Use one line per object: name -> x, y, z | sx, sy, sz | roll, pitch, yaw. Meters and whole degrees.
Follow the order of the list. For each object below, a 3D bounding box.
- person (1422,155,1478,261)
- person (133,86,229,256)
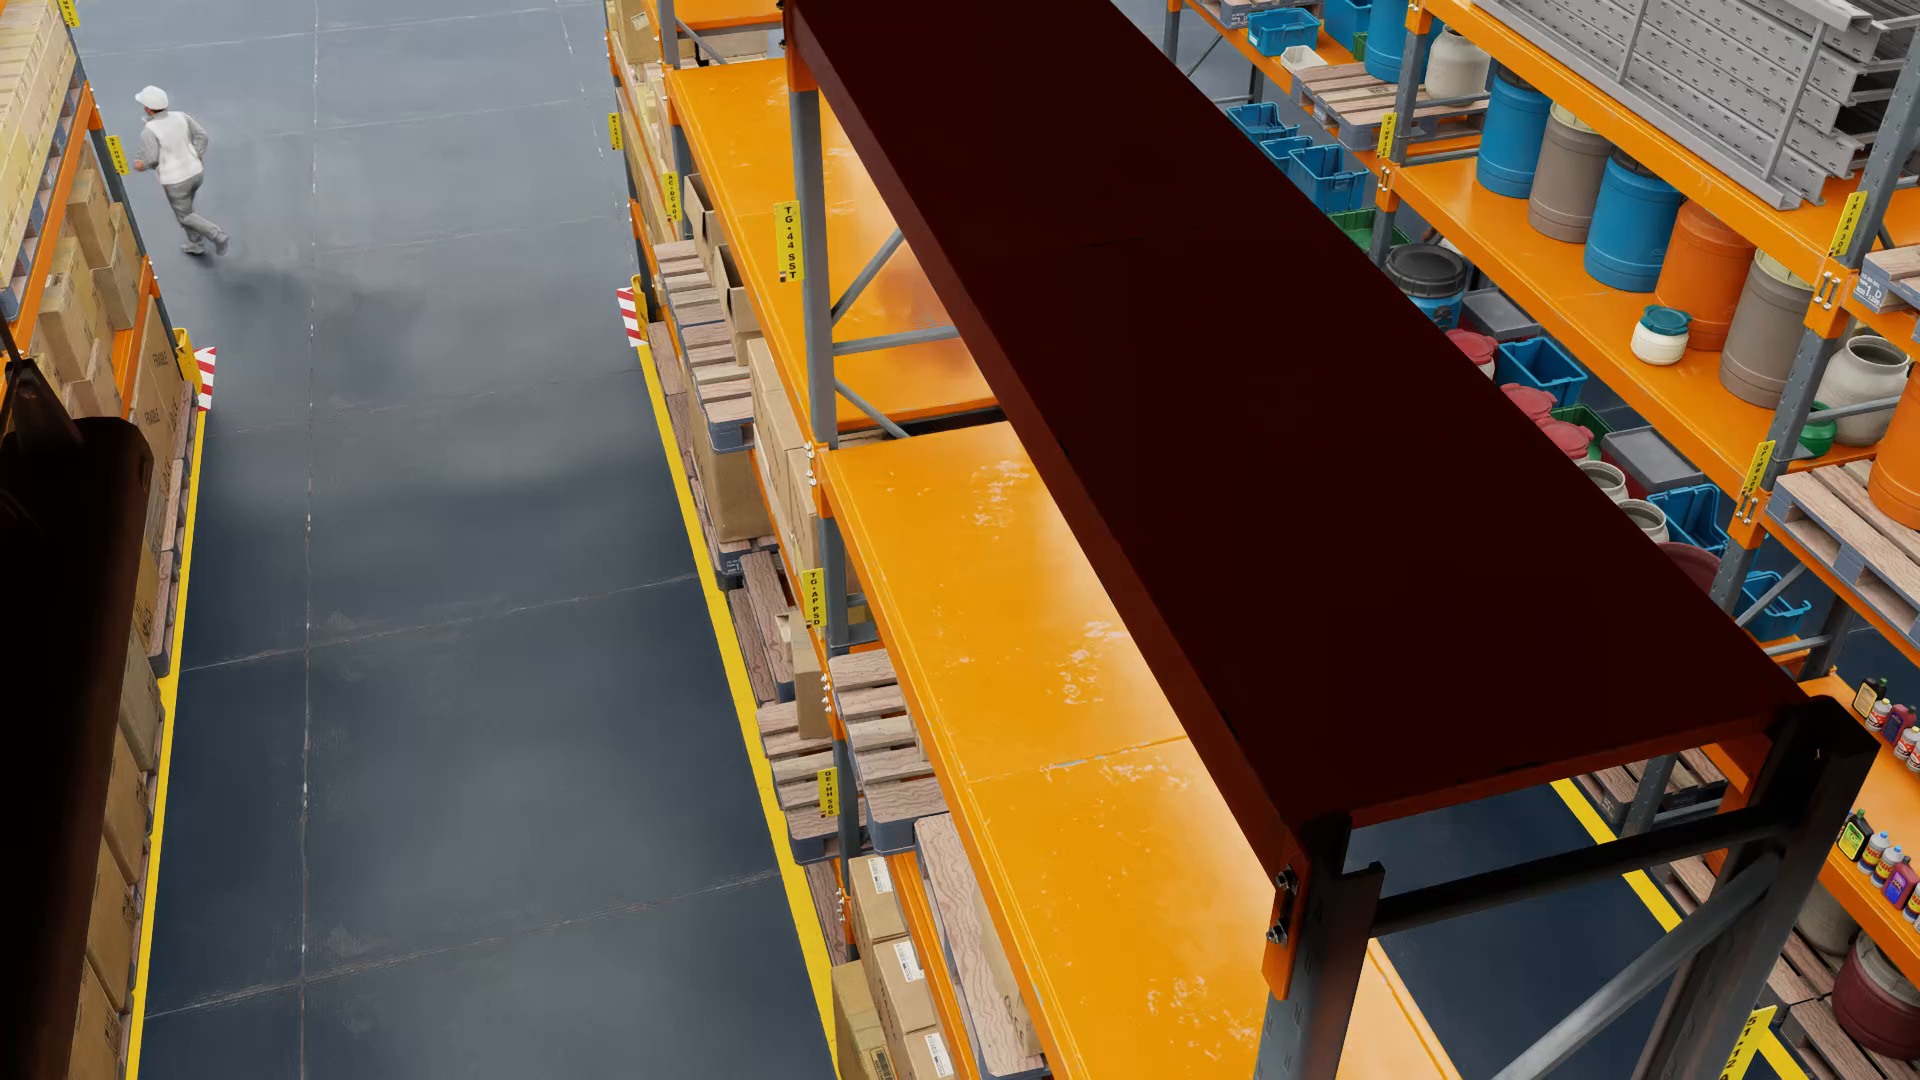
person -> 4.355, -2.655, 14.784 | 0.692, 1.720, 0.591 | -11, 40, -13
person -> -7.355, -3.454, 15.798 | 0.831, 1.746, 0.645 | 17, 41, 20
